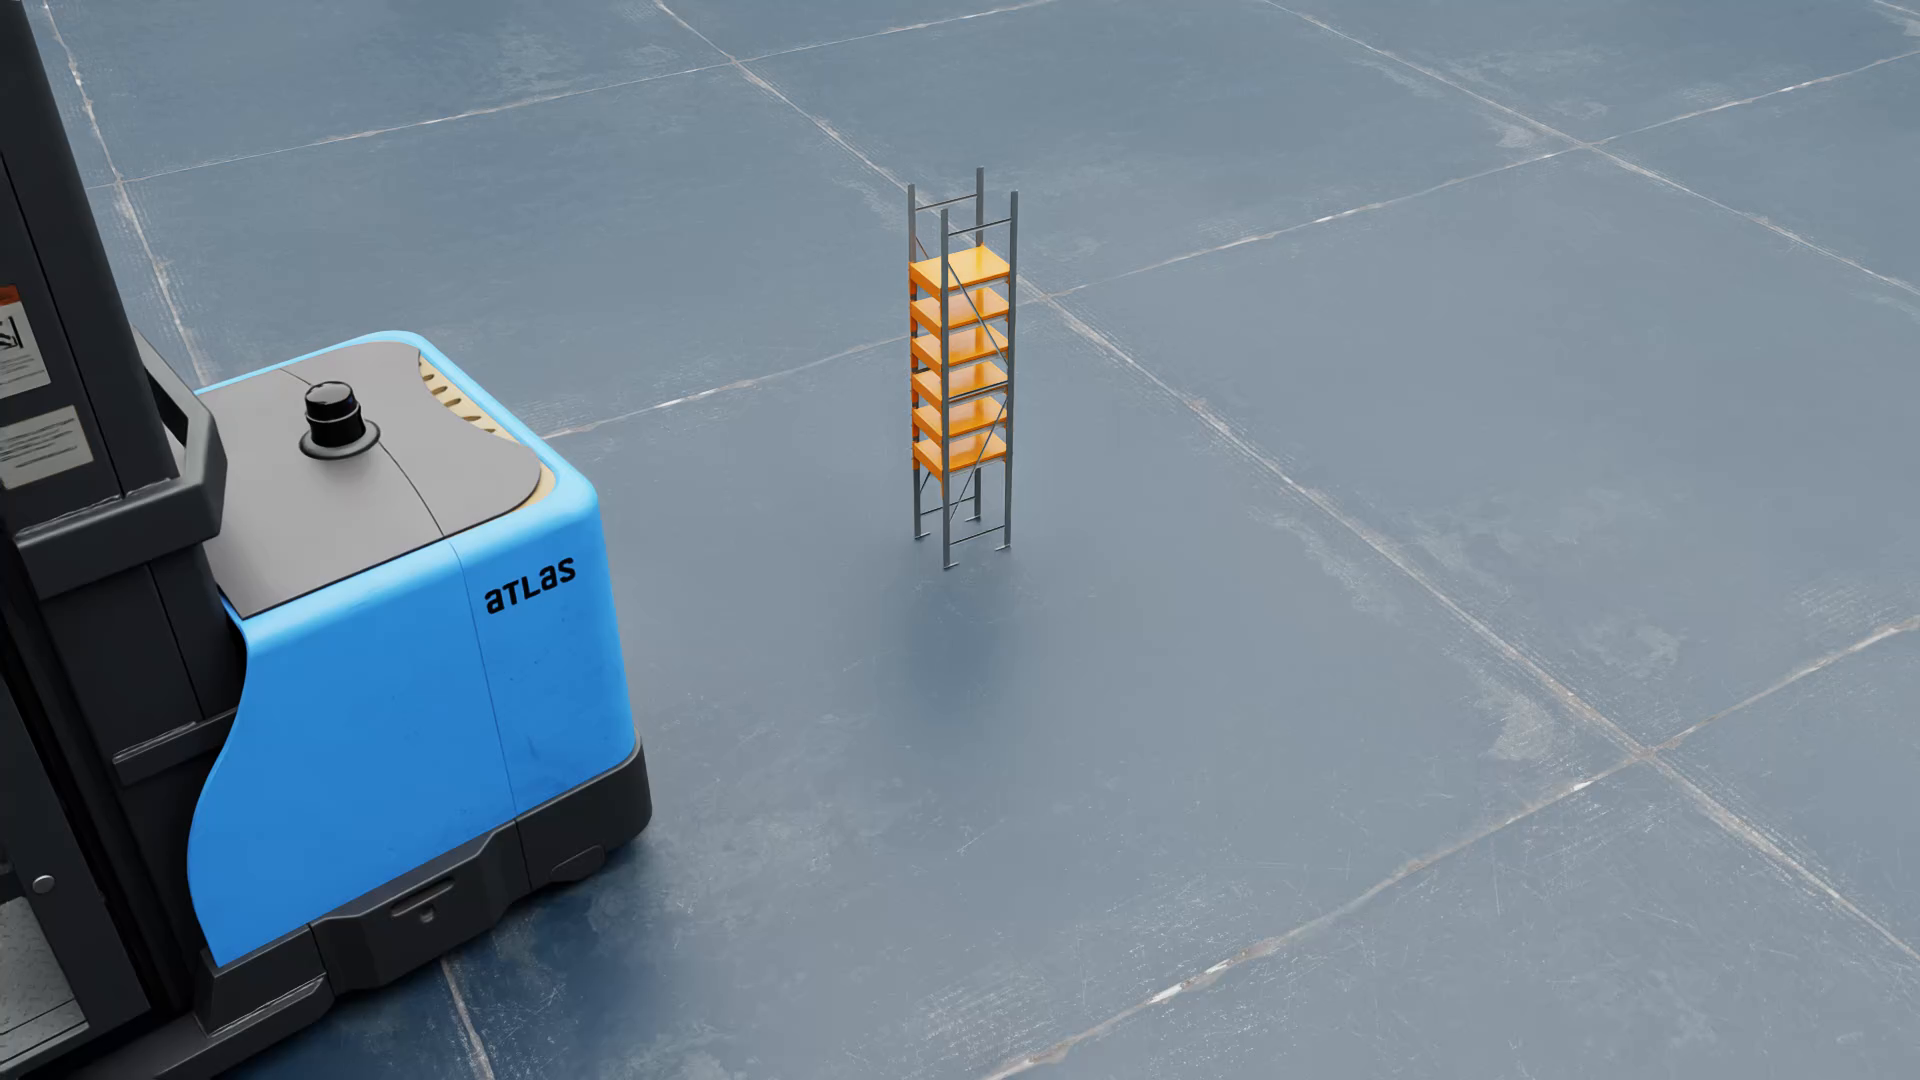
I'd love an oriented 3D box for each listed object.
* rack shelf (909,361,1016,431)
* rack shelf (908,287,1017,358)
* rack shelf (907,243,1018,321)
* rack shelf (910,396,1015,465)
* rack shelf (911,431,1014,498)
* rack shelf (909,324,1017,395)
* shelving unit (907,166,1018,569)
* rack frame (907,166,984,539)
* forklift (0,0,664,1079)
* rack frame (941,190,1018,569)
[{"bbox_3d":[0.007,-0.441,4.912,0.258,0.103,0.180,-19,40,-24],"label":"rack shelf"},{"bbox_3d":[0.007,-0.635,4.771,0.258,0.103,0.180,-19,40,-24],"label":"rack shelf"},{"bbox_3d":[0.007,-0.732,4.700,0.258,0.103,0.180,-19,40,-24],"label":"rack shelf"},{"bbox_3d":[0.007,-0.344,4.983,0.258,0.103,0.180,-19,40,-24],"label":"rack shelf"},{"bbox_3d":[0.007,-0.247,5.054,0.258,0.103,0.180,-19,40,-24],"label":"rack shelf"},{"bbox_3d":[0.007,-0.538,4.841,0.258,0.103,0.180,-19,40,-24],"label":"rack shelf"},{"bbox_3d":[0.007,-0.477,4.886,0.258,1.200,0.189,-19,40,-24],"label":"shelving unit"},{"bbox_3d":[-0.039,-0.524,4.950,0.240,1.200,0.006,-19,40,-24],"label":"rack frame"},{"bbox_3d":[-2.207,-0.107,2.911,3.031,2.935,1.130,-26,43,-31],"label":"forklift"},{"bbox_3d":[0.053,-0.430,4.822,0.240,1.200,0.006,-19,40,-24],"label":"rack frame"}]
